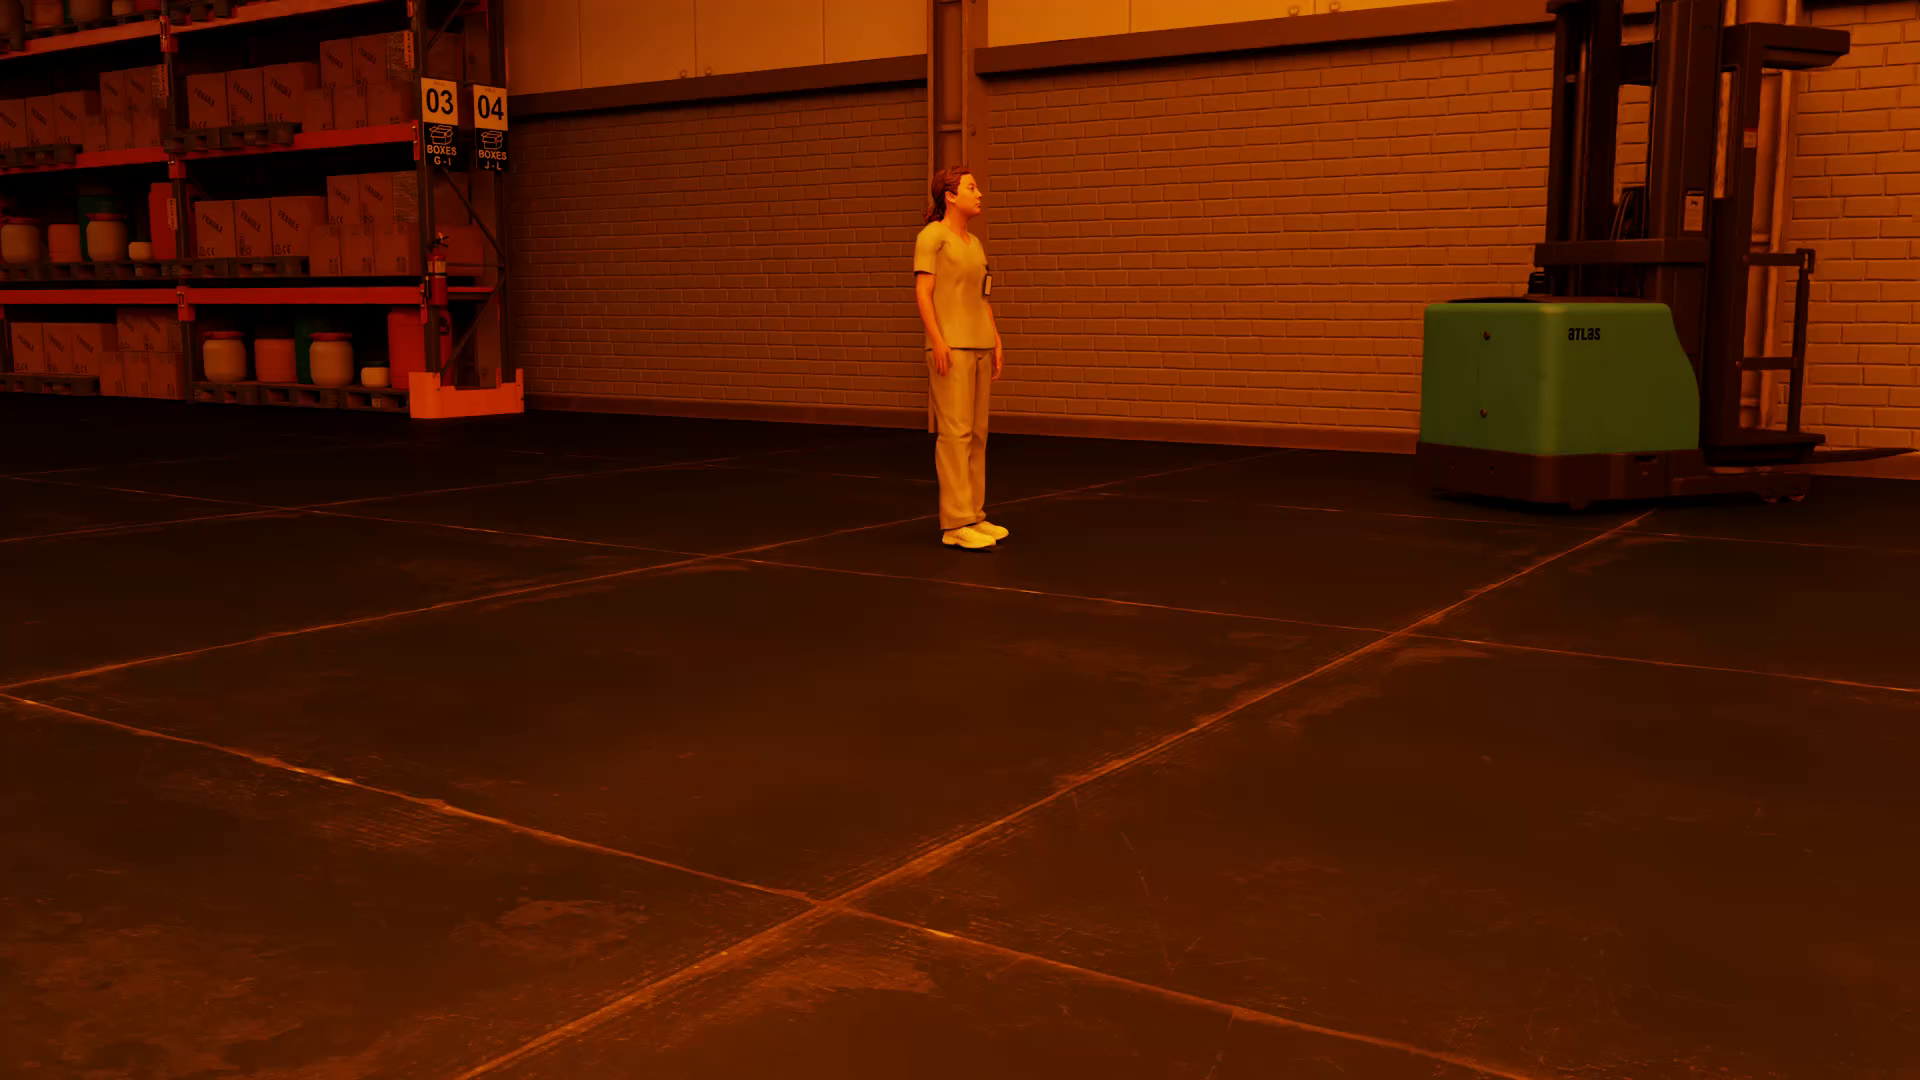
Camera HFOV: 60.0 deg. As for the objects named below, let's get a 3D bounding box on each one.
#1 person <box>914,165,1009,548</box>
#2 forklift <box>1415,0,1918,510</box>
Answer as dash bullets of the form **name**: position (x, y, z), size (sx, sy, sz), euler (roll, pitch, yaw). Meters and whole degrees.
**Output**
- **person**: position (0.054, -0.829, 7.433), size (0.549, 1.675, 0.550), euler (5, 10, 34)
- **forklift**: position (4.098, -1.715, 9.252), size (3.031, 2.935, 1.130), euler (-4, 9, -24)
